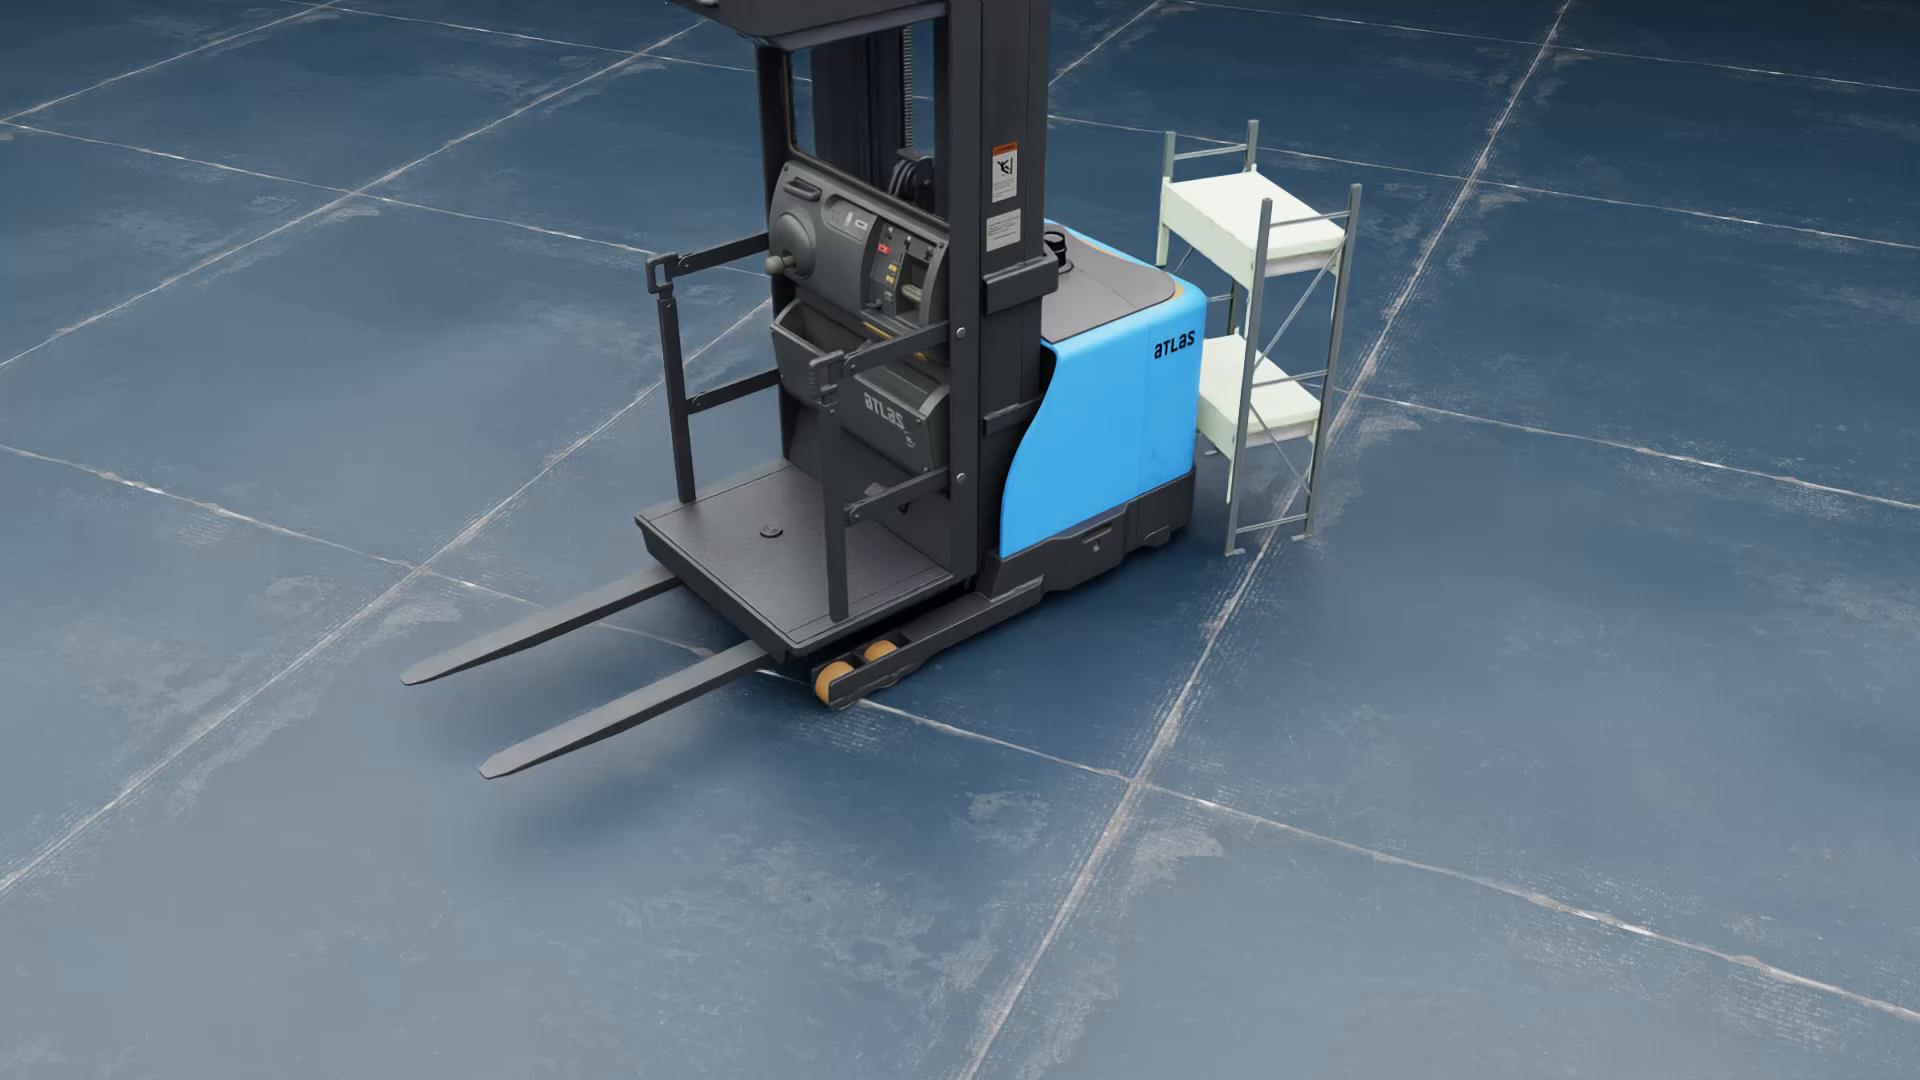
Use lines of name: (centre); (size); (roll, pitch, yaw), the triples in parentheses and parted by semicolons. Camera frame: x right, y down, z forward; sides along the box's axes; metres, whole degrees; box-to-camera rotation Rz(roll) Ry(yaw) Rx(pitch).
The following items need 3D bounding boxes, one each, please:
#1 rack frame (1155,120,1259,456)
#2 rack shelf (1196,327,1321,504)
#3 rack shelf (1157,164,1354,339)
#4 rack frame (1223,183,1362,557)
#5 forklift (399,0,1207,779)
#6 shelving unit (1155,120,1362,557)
rack frame: (0.978, -0.980, 6.875); (0.400, 1.500, 0.023); (-12, 35, -18)
rack shelf: (1.111, -0.520, 6.768); (0.431, 0.370, 0.720); (-12, 35, -18)
rack shelf: (1.114, -1.120, 6.376); (0.431, 0.370, 0.720); (-12, 35, -18)
rack frame: (1.247, -0.606, 6.305); (0.400, 1.500, 0.023); (-12, 35, -18)
forklift: (-0.520, -0.958, 5.538); (3.031, 2.935, 1.130); (-24, 40, -32)
shelving unit: (1.113, -0.793, 6.590); (0.431, 1.500, 0.755); (-12, 35, -18)
